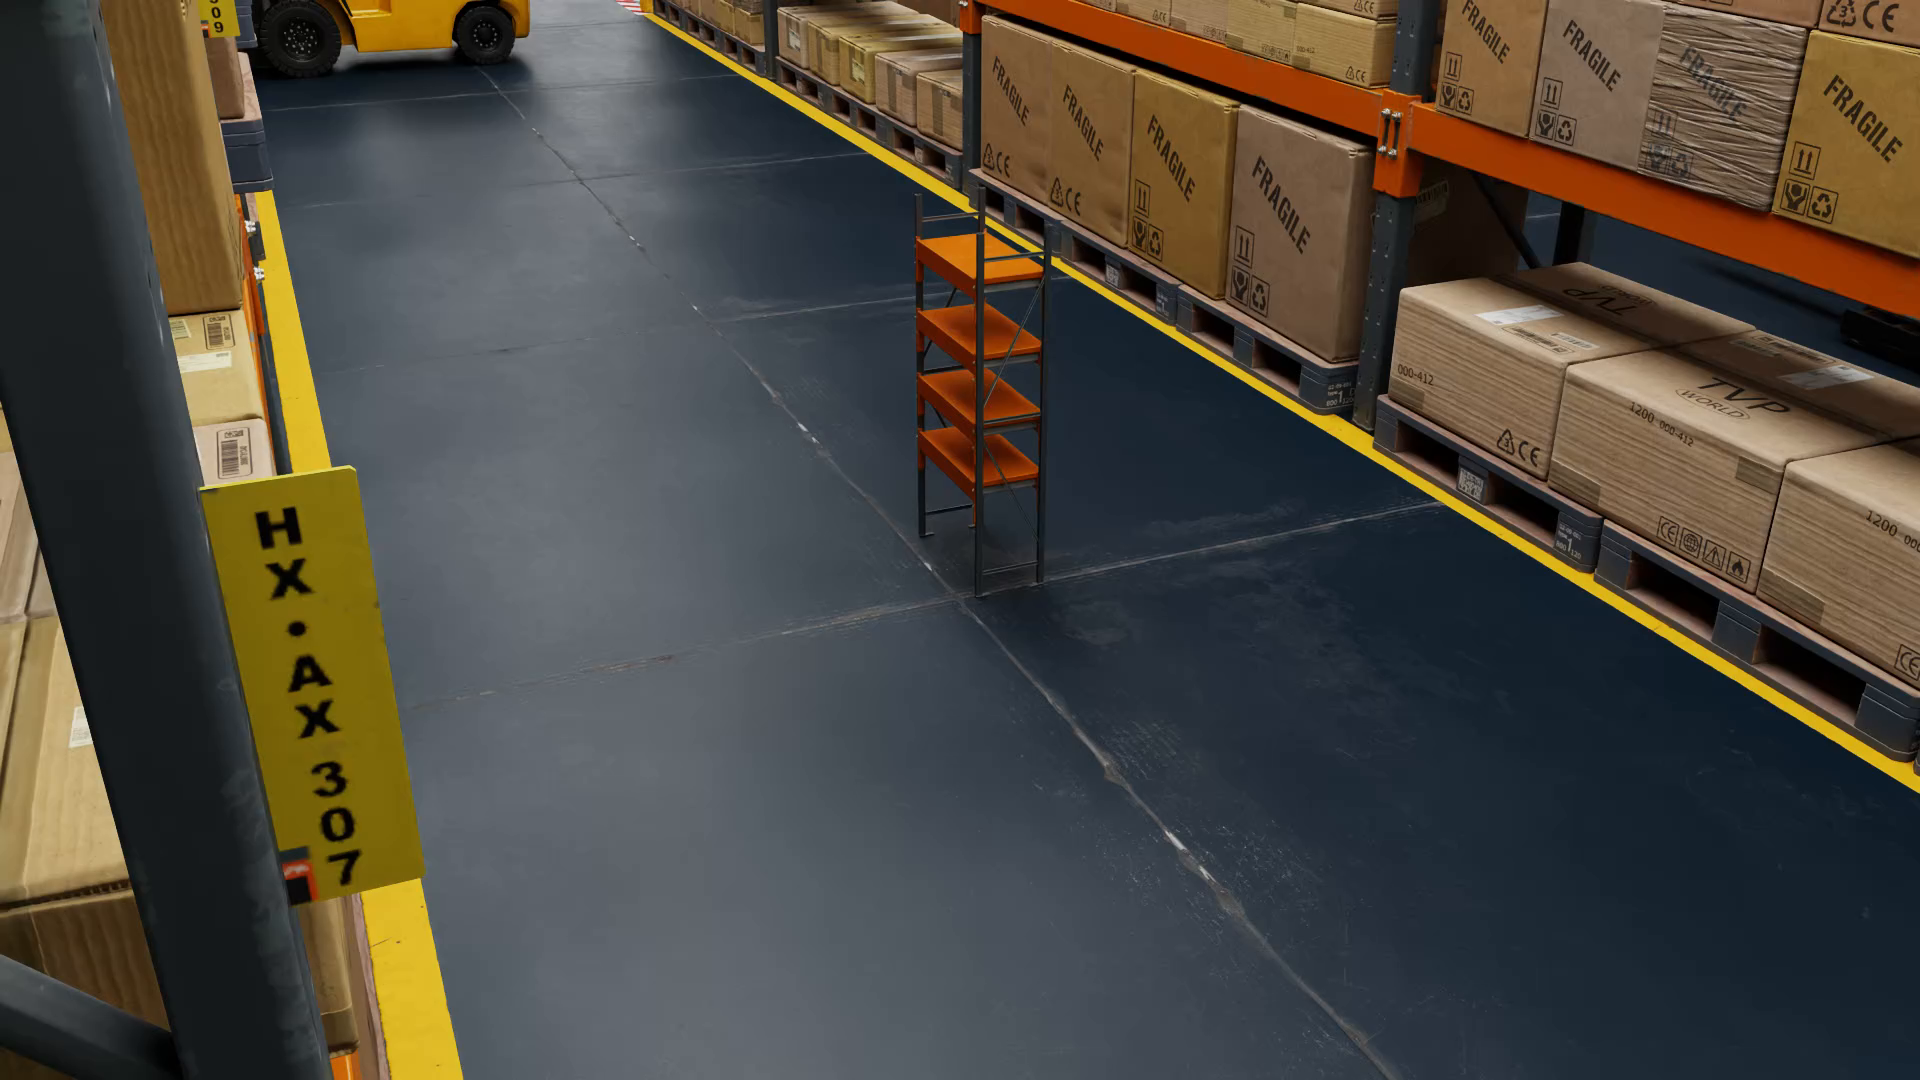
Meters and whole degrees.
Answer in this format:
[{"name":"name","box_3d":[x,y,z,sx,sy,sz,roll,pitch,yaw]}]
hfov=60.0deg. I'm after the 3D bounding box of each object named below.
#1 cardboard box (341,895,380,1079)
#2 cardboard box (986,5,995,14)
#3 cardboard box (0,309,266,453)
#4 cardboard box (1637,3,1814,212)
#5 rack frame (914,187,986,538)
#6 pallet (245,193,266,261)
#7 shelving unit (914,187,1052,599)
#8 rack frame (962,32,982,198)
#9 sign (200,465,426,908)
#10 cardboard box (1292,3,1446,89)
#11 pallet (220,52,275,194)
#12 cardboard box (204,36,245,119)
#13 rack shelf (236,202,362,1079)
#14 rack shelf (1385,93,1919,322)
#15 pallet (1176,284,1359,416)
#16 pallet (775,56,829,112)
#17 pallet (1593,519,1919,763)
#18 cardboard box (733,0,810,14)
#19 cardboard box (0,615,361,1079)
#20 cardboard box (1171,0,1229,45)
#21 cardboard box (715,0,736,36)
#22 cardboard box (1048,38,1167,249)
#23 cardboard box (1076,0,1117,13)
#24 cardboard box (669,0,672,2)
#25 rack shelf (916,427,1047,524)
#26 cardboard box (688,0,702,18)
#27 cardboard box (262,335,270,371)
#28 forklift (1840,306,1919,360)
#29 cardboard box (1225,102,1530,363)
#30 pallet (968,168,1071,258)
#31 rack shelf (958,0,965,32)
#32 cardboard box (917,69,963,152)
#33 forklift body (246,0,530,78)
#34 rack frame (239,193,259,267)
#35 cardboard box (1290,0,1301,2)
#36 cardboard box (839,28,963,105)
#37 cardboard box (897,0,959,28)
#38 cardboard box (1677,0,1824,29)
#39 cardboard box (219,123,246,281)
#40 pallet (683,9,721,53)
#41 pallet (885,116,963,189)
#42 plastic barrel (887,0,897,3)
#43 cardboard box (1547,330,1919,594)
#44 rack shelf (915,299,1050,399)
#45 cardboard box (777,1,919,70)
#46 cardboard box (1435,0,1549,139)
[{"name":"cardboard box","box_3d":[-1.386,0.909,2.840,0.700,0.500,0.500,-9,28,-18]},{"name":"cardboard box","box_3d":[0.382,-5.329,16.090,0.637,0.503,0.797,13,29,24]},{"name":"cardboard box","box_3d":[-1.264,-0.114,2.397,0.500,0.250,0.500,-11,28,-22]},{"name":"cardboard box","box_3d":[2.389,-1.285,4.848,0.500,0.500,0.500,-10,28,-20]},{"name":"rack frame","box_3d":[-0.031,-0.571,5.552,0.240,1.200,0.015,-11,28,-21]},{"name":"pallet","box_3d":[-4.355,-1.726,9.045,1.003,0.211,1.213,-11,28,-21]},{"name":"shelving unit","box_3d":[0.065,-0.472,5.350,0.258,1.200,0.503,-11,28,-21]},{"name":"rack frame","box_3d":[0.498,-3.495,9.489,1.000,3.000,0.127,-11,28,-21]},{"name":"sign","box_3d":[-0.436,0.107,1.126,0.100,0.325,0.005,-11,28,-21]},{"name":"cardboard box","box_3d":[1.657,-1.950,6.497,0.500,0.250,0.500,-11,28,-22]},{"name":"pallet","box_3d":[-2.714,-1.281,5.173,1.003,0.211,1.213,-11,28,-21]},{"name":"cardboard box","box_3d":[-2.485,-1.493,4.796,0.700,0.500,0.500,-10,28,-19]},{"name":"rack shelf","box_3d":[-1.718,0.105,2.936,1.077,0.370,4.000,-11,28,-21]},{"name":"rack shelf","box_3d":[2.847,-0.749,4.686,1.077,0.370,4.000,-11,28,-21]},{"name":"pallet","box_3d":[1.693,-0.925,7.405,1.003,0.211,1.213,-11,28,-21]},{"name":"pallet","box_3d":[-0.763,-3.542,12.765,1.003,0.211,1.213,-11,28,-21]},{"name":"pallet","box_3d":[2.772,0.187,5.127,1.003,0.211,1.213,-11,28,-21]},{"name":"cardboard box","box_3d":[-1.547,-4.592,13.538,0.500,0.500,0.500,-11,28,-21]},{"name":"cardboard box","box_3d":[-0.865,0.293,1.562,0.500,0.250,0.500,-10,28,-20]},{"name":"cardboard box","box_3d":[1.278,-2.363,7.342,0.500,0.250,0.500,-11,28,-22]},{"name":"cardboard box","box_3d":[-1.765,-4.468,14.138,0.500,0.250,0.500,-11,28,-22]},{"name":"cardboard box","box_3d":[1.037,-2.075,8.524,0.875,0.875,0.875,-10,28,-20]},{"name":"cardboard box","box_3d":[0.875,-2.770,8.174,0.500,0.250,0.500,-10,28,-19]},{"name":"cardboard box","box_3d":[-2.574,-5.304,15.850,0.500,0.250,0.500,-11,28,-21]},{"name":"rack shelf","box_3d":[0.065,-0.233,5.467,0.258,0.148,0.480,-11,28,-21]},{"name":"cardboard box","box_3d":[-2.156,-4.879,14.979,0.500,0.250,0.500,-9,27,-17]},{"name":"cardboard box","box_3d":[-3.090,-0.951,6.649,0.500,0.500,0.500,-12,28,-22]},{"name":"forklift","box_3d":[4.660,-2.156,6.825,1.130,2.935,3.031,-8,27,-16]},{"name":"cardboard box","box_3d":[1.748,-1.350,7.040,0.875,0.875,0.875,-10,28,-19]},{"name":"pallet","box_3d":[0.737,-1.910,9.422,1.003,0.211,1.213,-11,28,-21]},{"name":"rack shelf","box_3d":[-0.286,-3.979,11.300,1.077,0.370,4.000,-11,28,-21]},{"name":"cardboard box","box_3d":[0.286,-2.732,10.444,0.950,0.372,0.625,-13,29,-24]},{"name":"forklift body","box_3d":[-4.780,-5.037,13.614,2.313,2.155,1.214,-11,28,-21]},{"name":"rack frame","box_3d":[-4.068,-2.640,7.739,1.000,3.000,0.127,-11,28,-21]},{"name":"cardboard box","box_3d":[1.465,-2.374,6.794,0.500,0.250,0.500,-10,28,-19]},{"name":"cardboard box","box_3d":[-0.303,-3.336,11.680,0.950,0.372,0.625,-10,28,-19]},{"name":"cardboard box","box_3d":[-0.236,-4.654,14.709,0.500,0.500,0.500,8,27,15]},{"name":"cardboard box","box_3d":[2.410,-1.727,4.614,0.500,0.500,0.500,-10,28,-20]},{"name":"cardboard box","box_3d":[-1.868,-0.728,3.655,0.500,0.250,0.500,-10,28,-20]},{"name":"pallet","box_3d":[-1.846,-4.615,14.961,1.003,0.211,1.213,-11,28,-21]},{"name":"pallet","box_3d":[0.193,-2.557,10.747,1.003,0.211,1.213,-11,28,-21]},{"name":"plastic barrel","box_3d":[-0.433,-4.993,15.494,0.512,0.421,0.421,8,27,15]},{"name":"cardboard box","box_3d":[2.562,-0.284,5.355,0.875,0.438,0.875,-11,28,-22]},{"name":"rack shelf","box_3d":[0.065,-0.613,5.281,0.258,0.148,0.480,-11,28,-21]},{"name":"cardboard box","box_3d":[-0.861,-3.906,12.848,0.950,0.372,0.625,-10,28,-20]},{"name":"cardboard box","box_3d":[2.007,-1.690,5.679,0.500,0.500,0.500,-10,28,-19]}]
